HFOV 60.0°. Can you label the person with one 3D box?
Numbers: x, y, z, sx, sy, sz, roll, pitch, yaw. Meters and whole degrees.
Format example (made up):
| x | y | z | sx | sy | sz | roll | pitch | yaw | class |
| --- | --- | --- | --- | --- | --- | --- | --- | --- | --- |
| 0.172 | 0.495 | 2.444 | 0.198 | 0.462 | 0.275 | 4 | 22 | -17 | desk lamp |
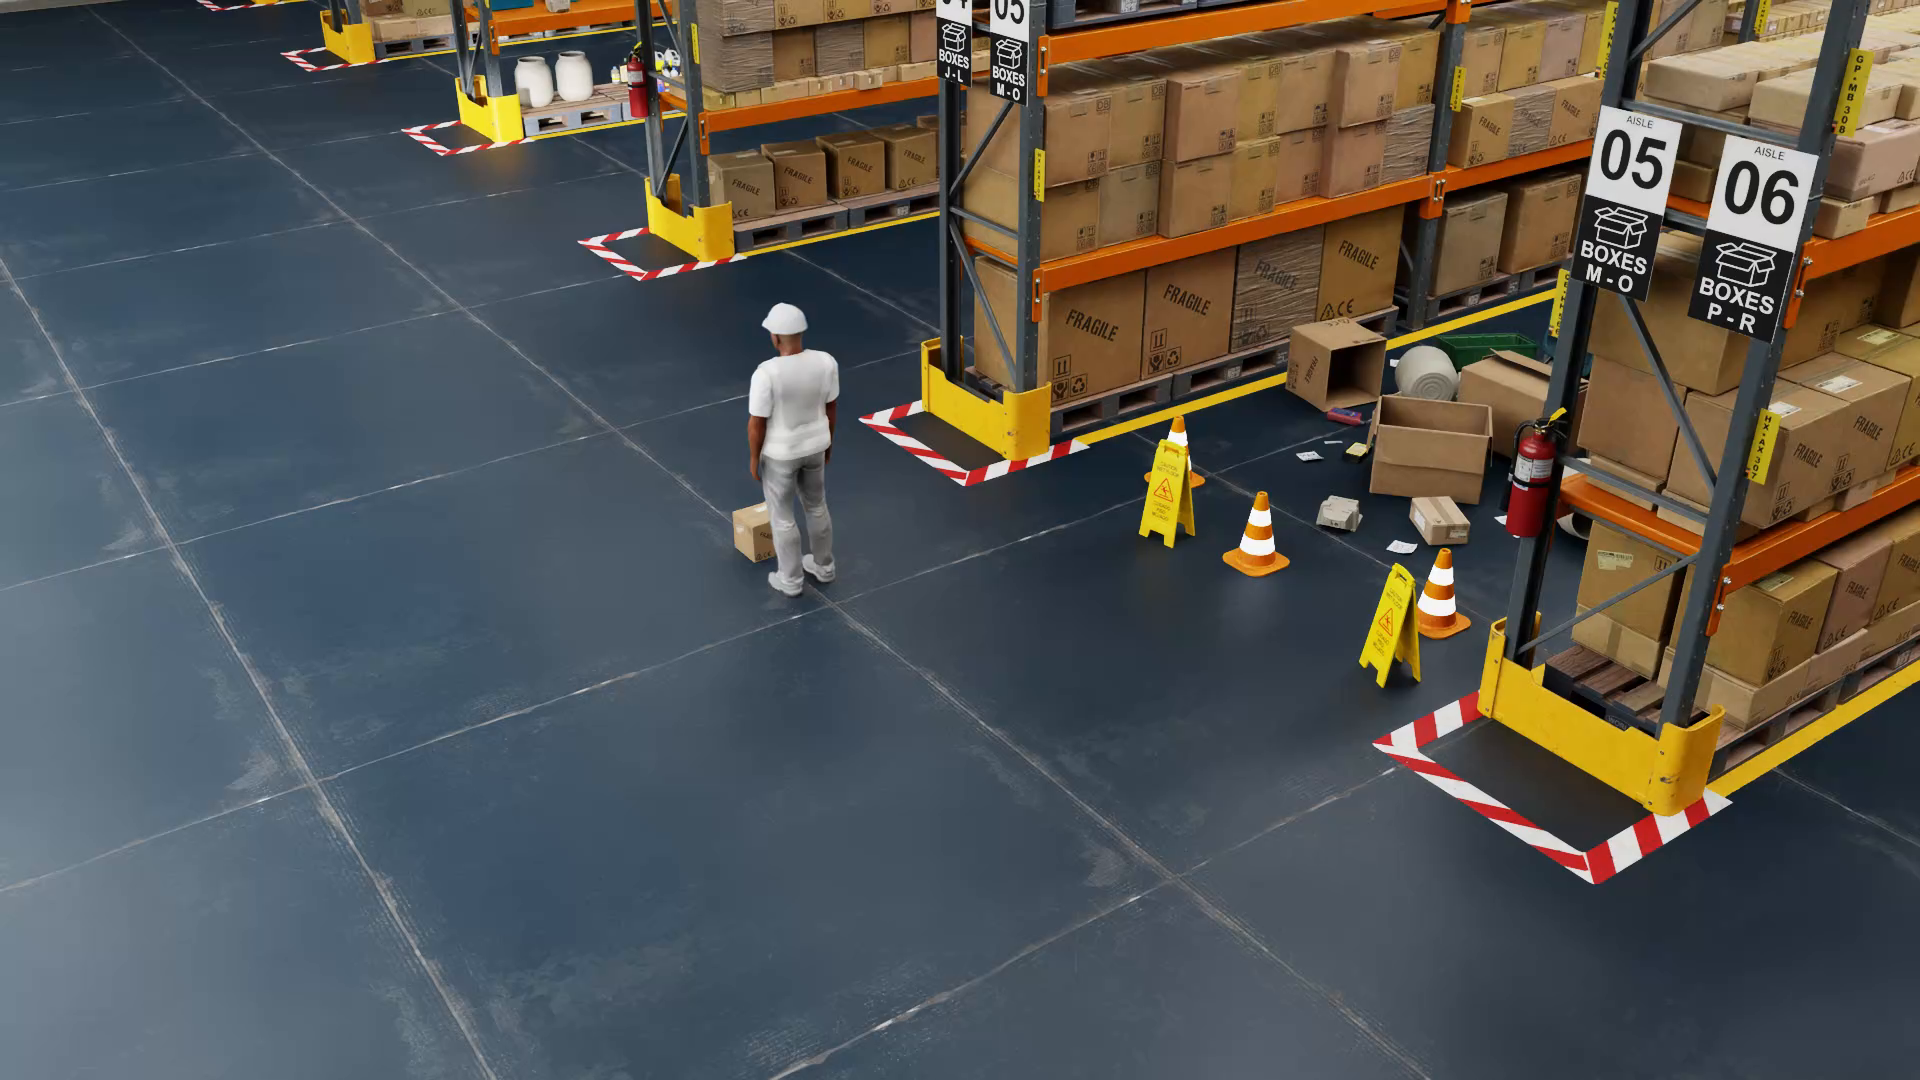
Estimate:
| x | y | z | sx | sy | sz | roll | pitch | yaw | class |
| --- | --- | --- | --- | --- | --- | --- | --- | --- | --- |
| -0.966 | -0.522 | 9.581 | 0.564 | 1.775 | 0.362 | -18 | 33 | -29 | person |
